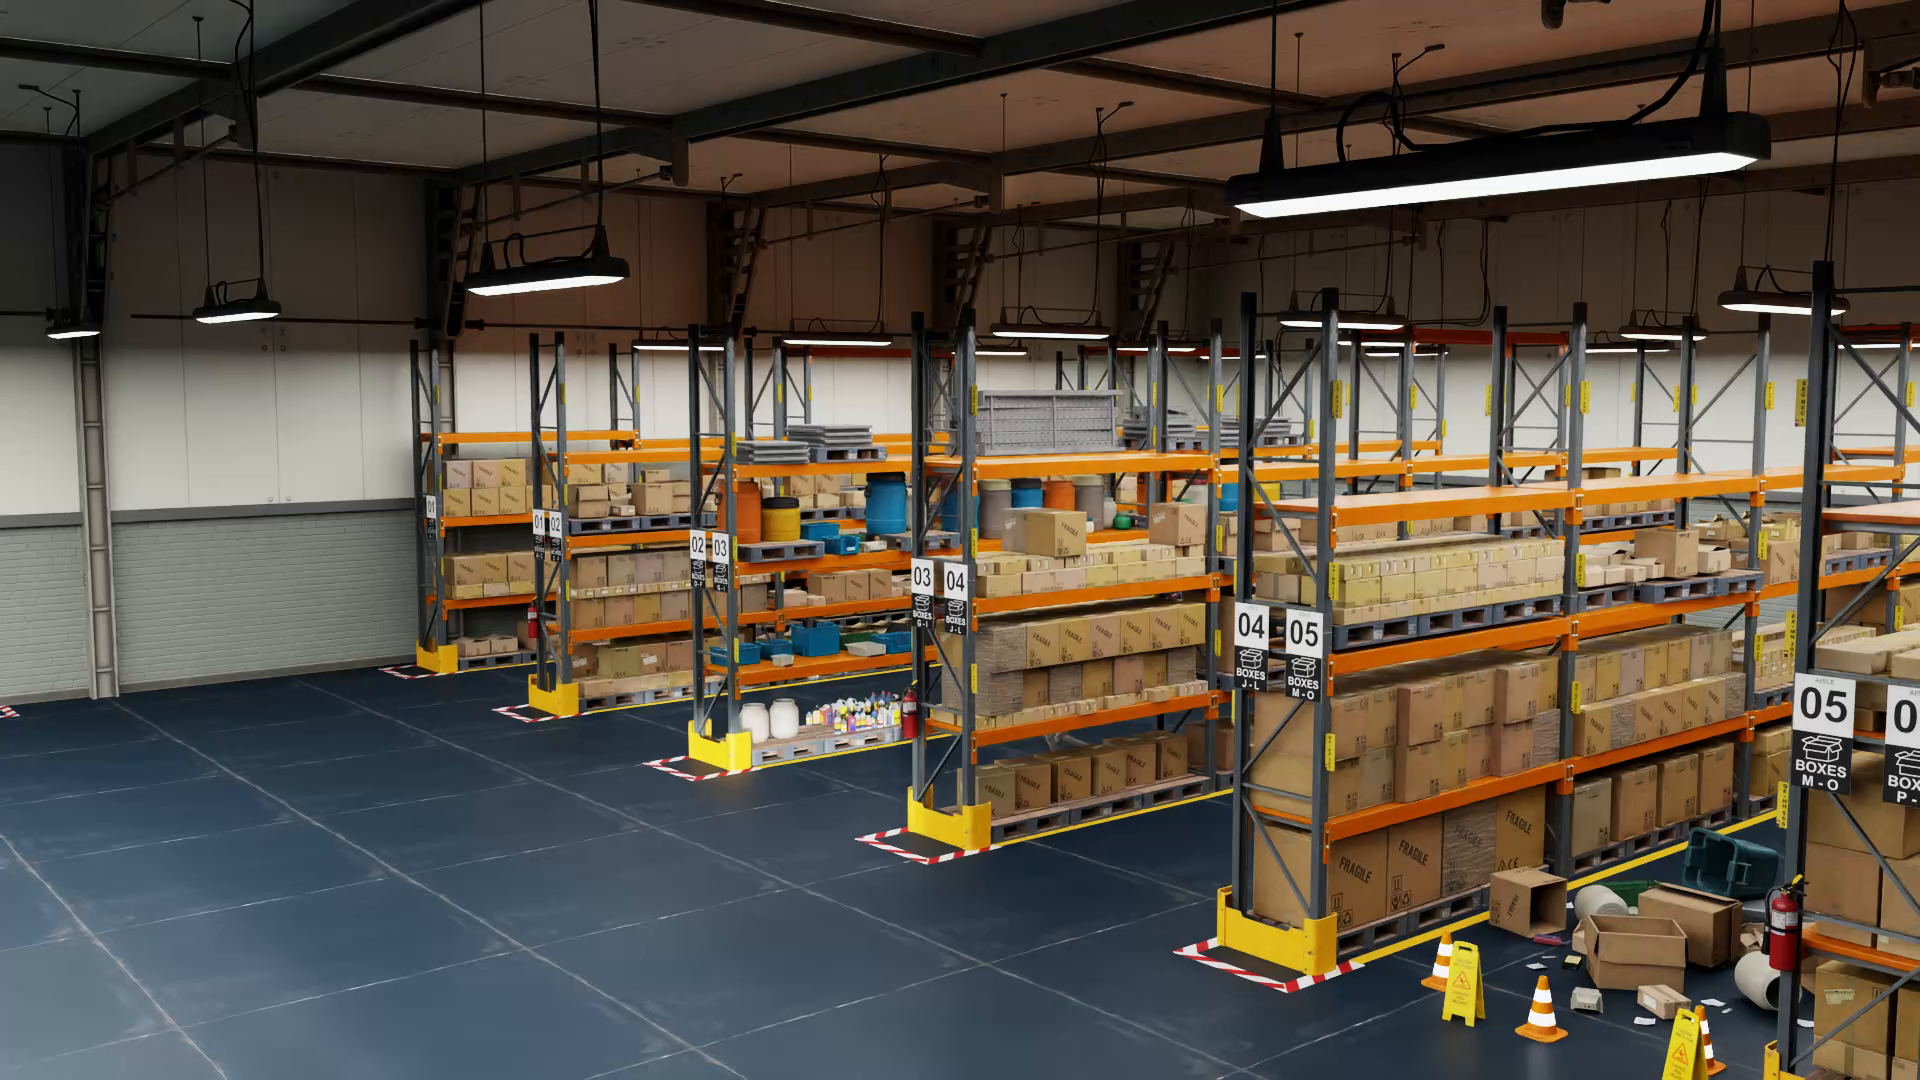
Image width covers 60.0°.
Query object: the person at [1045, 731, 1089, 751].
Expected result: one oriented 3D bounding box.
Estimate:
[{"bbox_3d":[1.419,2.233,22.361,0.696,1.748,0.599,-1,5,-14],"label":"person"}]
